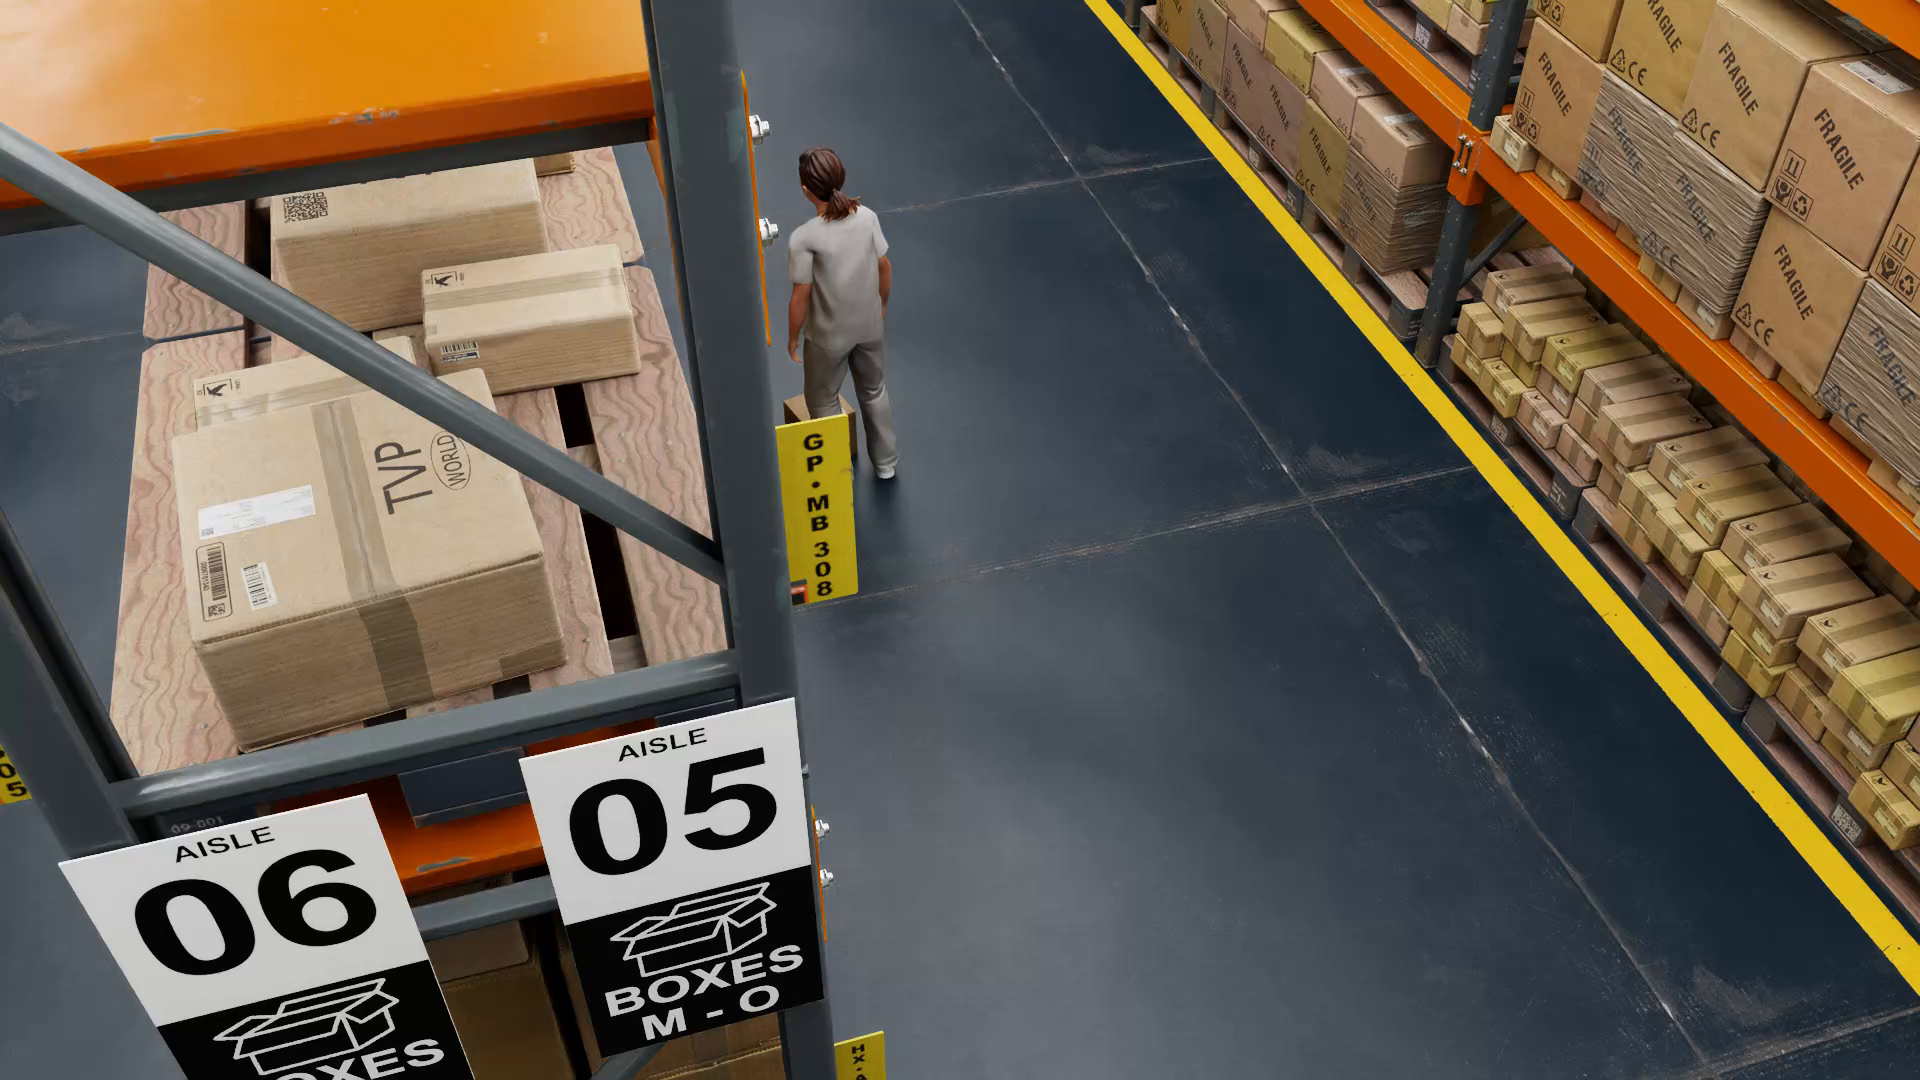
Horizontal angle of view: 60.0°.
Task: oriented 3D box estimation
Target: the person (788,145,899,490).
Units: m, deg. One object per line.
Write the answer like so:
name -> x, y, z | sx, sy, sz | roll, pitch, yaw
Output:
person -> -0.510, -0.914, 7.166 | 0.504, 1.669, 0.351 | -23, 47, -23
